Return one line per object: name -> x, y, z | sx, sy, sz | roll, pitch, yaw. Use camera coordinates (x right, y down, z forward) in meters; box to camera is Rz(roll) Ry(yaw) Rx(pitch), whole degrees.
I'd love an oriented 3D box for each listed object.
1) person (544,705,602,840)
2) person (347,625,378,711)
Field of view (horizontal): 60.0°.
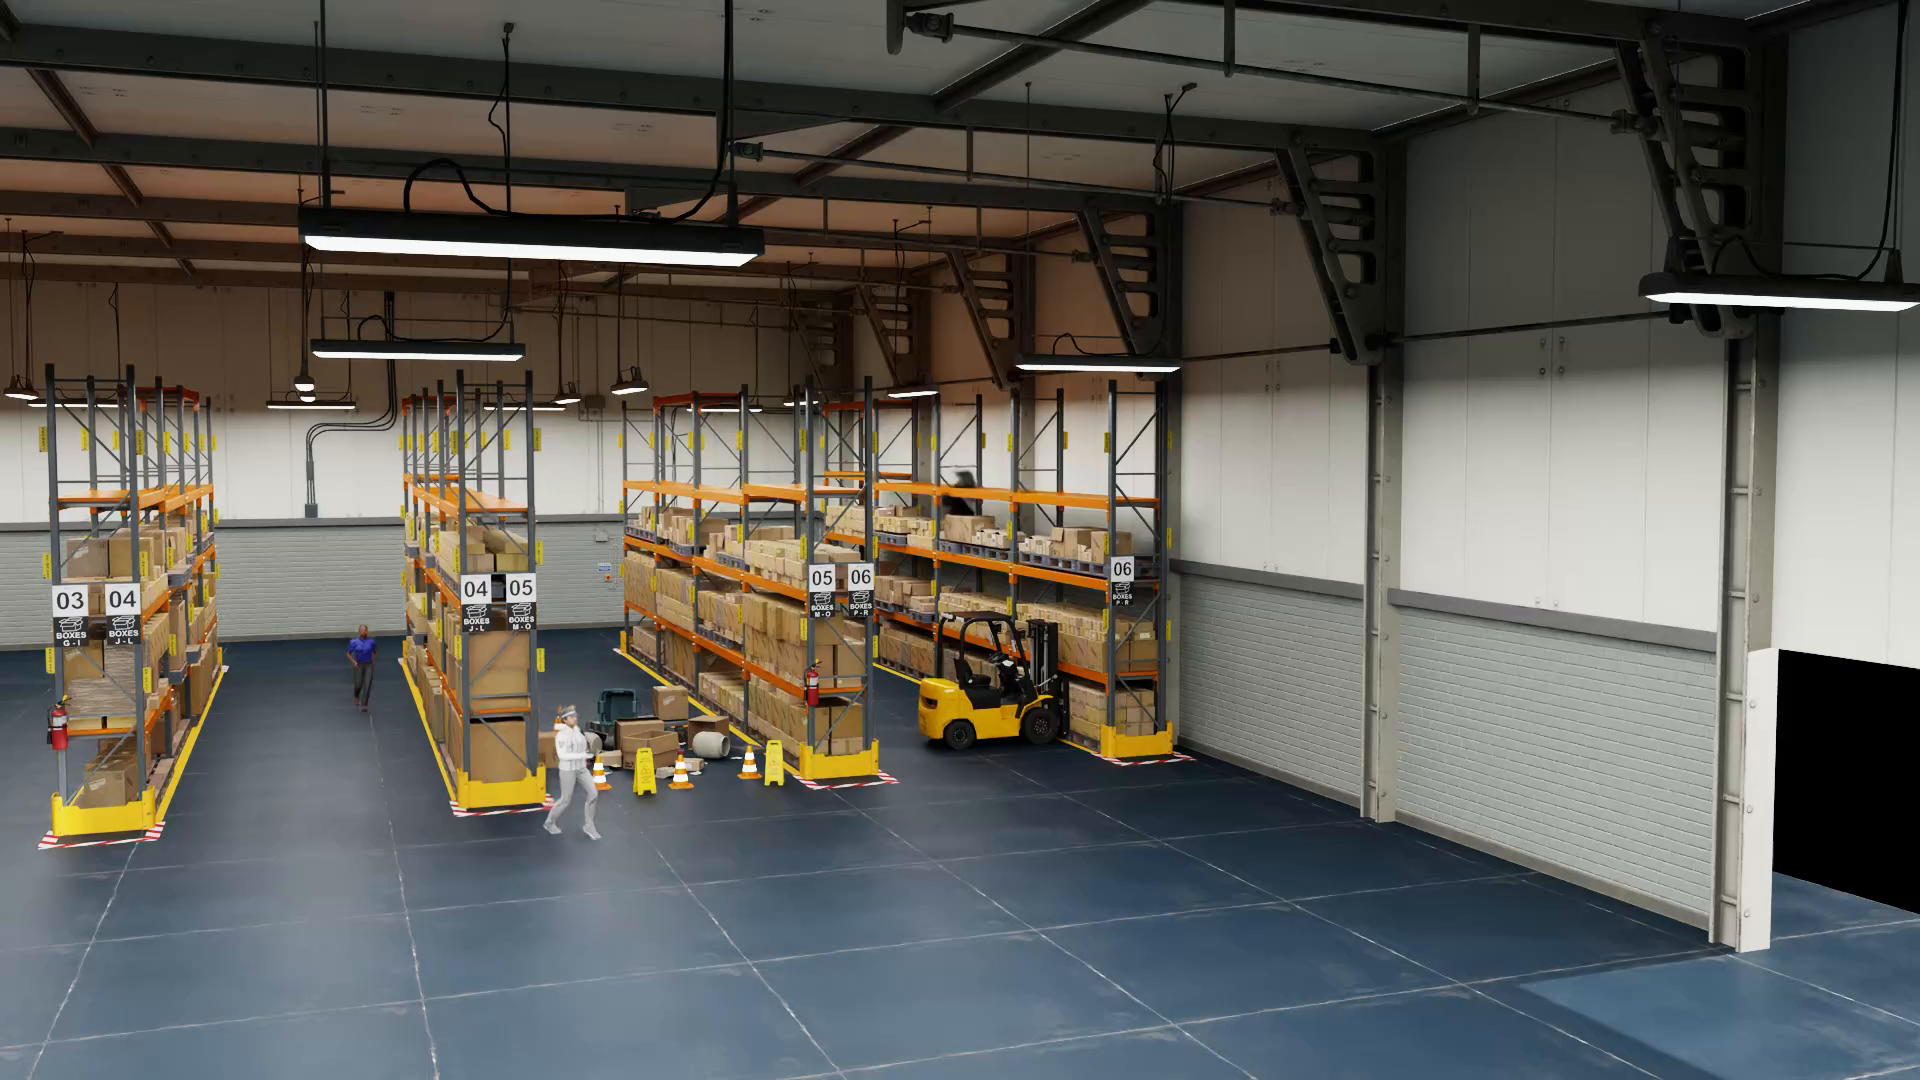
person -> -4.907, 2.939, 21.057 | 0.775, 1.723, 0.617 | 2, 4, 26
person -> -11.132, 2.389, 31.035 | 0.555, 1.598, 0.549 | -2, 4, -29
